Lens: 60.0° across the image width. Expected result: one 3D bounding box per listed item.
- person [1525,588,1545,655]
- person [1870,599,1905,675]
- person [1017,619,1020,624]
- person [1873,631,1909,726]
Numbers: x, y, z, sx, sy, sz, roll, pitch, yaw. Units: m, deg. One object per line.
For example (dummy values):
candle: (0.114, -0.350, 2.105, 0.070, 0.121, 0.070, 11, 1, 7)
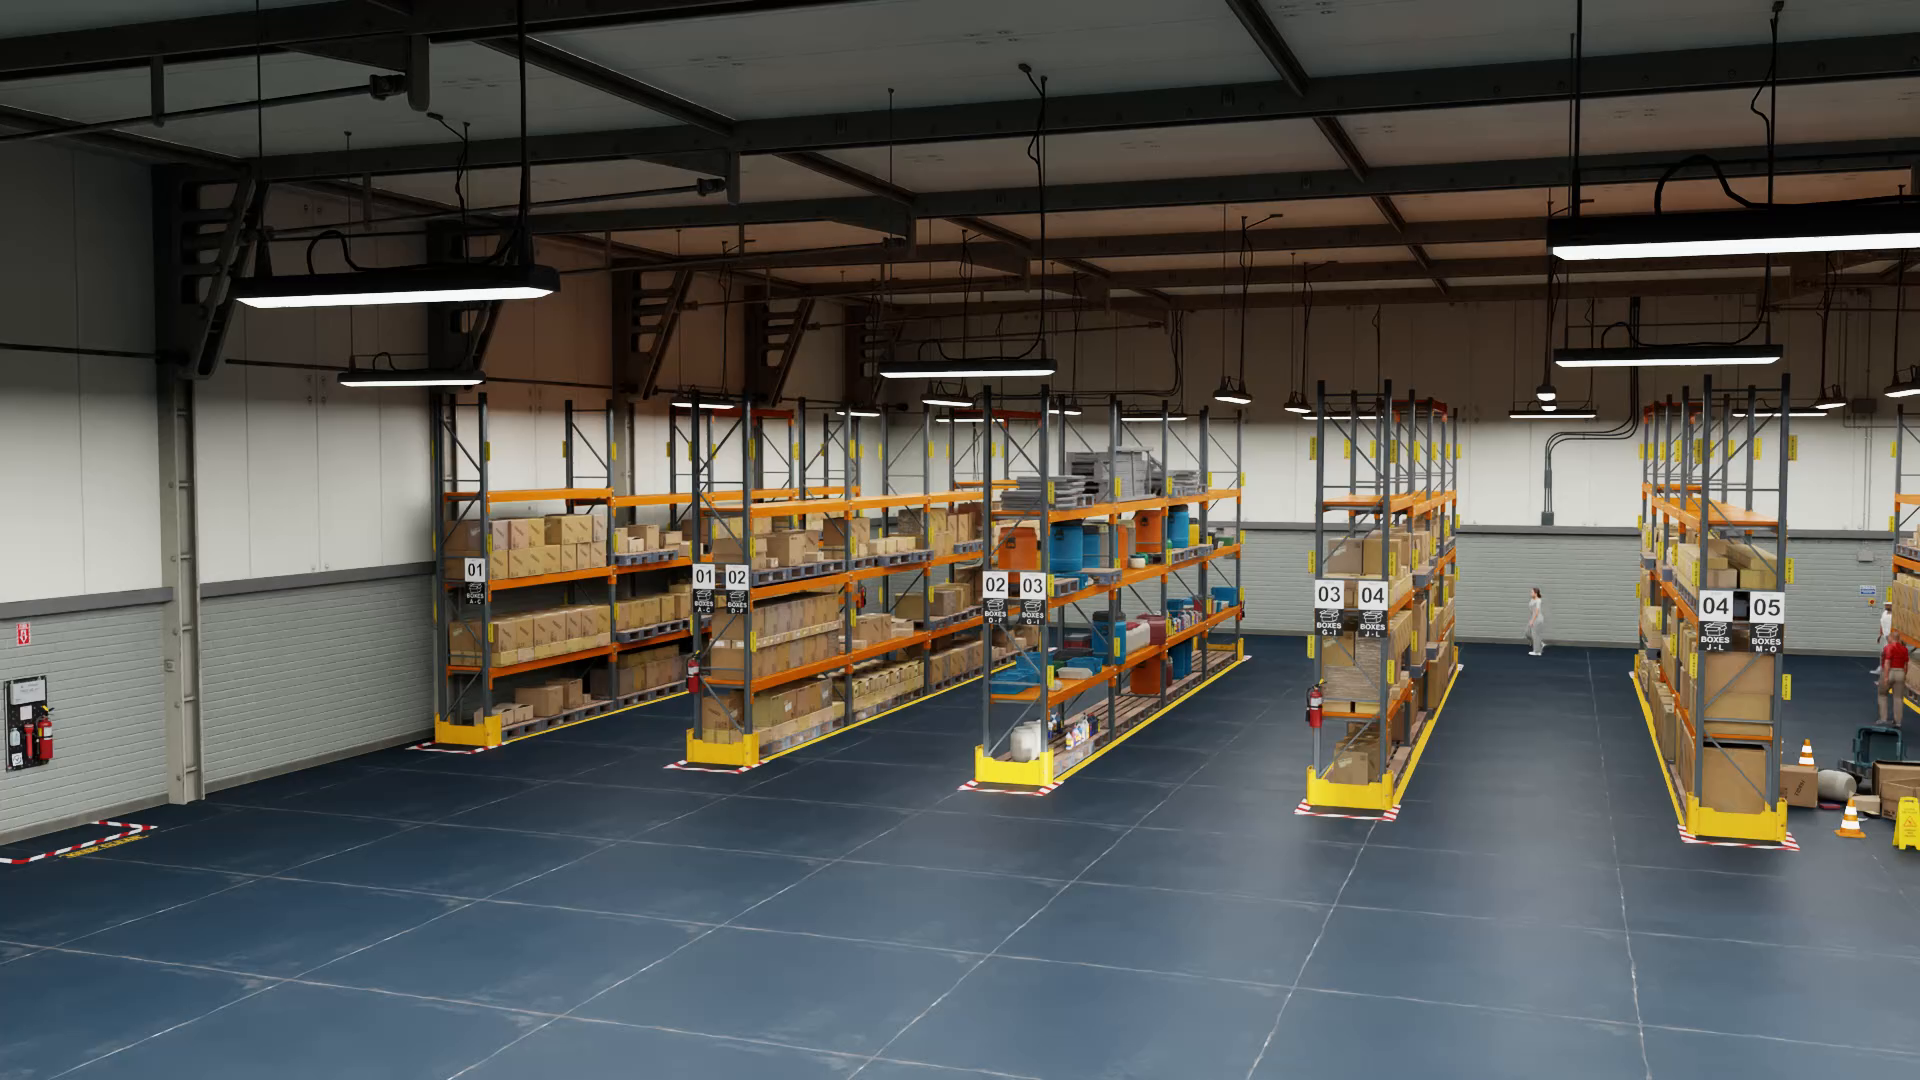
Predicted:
person: (14.121, 1.988, 40.768, 0.481, 1.655, 0.525, 0, 3, 0)
person: (20.833, 2.159, 37.164, 1.026, 1.728, 0.589, 0, 3, 3)
person: (1.736, 1.799, 45.317, 0.425, 1.541, 0.963, -1, 3, -25)
person: (17.019, 2.562, 30.291, 0.538, 1.785, 0.599, 1, 3, 13)
